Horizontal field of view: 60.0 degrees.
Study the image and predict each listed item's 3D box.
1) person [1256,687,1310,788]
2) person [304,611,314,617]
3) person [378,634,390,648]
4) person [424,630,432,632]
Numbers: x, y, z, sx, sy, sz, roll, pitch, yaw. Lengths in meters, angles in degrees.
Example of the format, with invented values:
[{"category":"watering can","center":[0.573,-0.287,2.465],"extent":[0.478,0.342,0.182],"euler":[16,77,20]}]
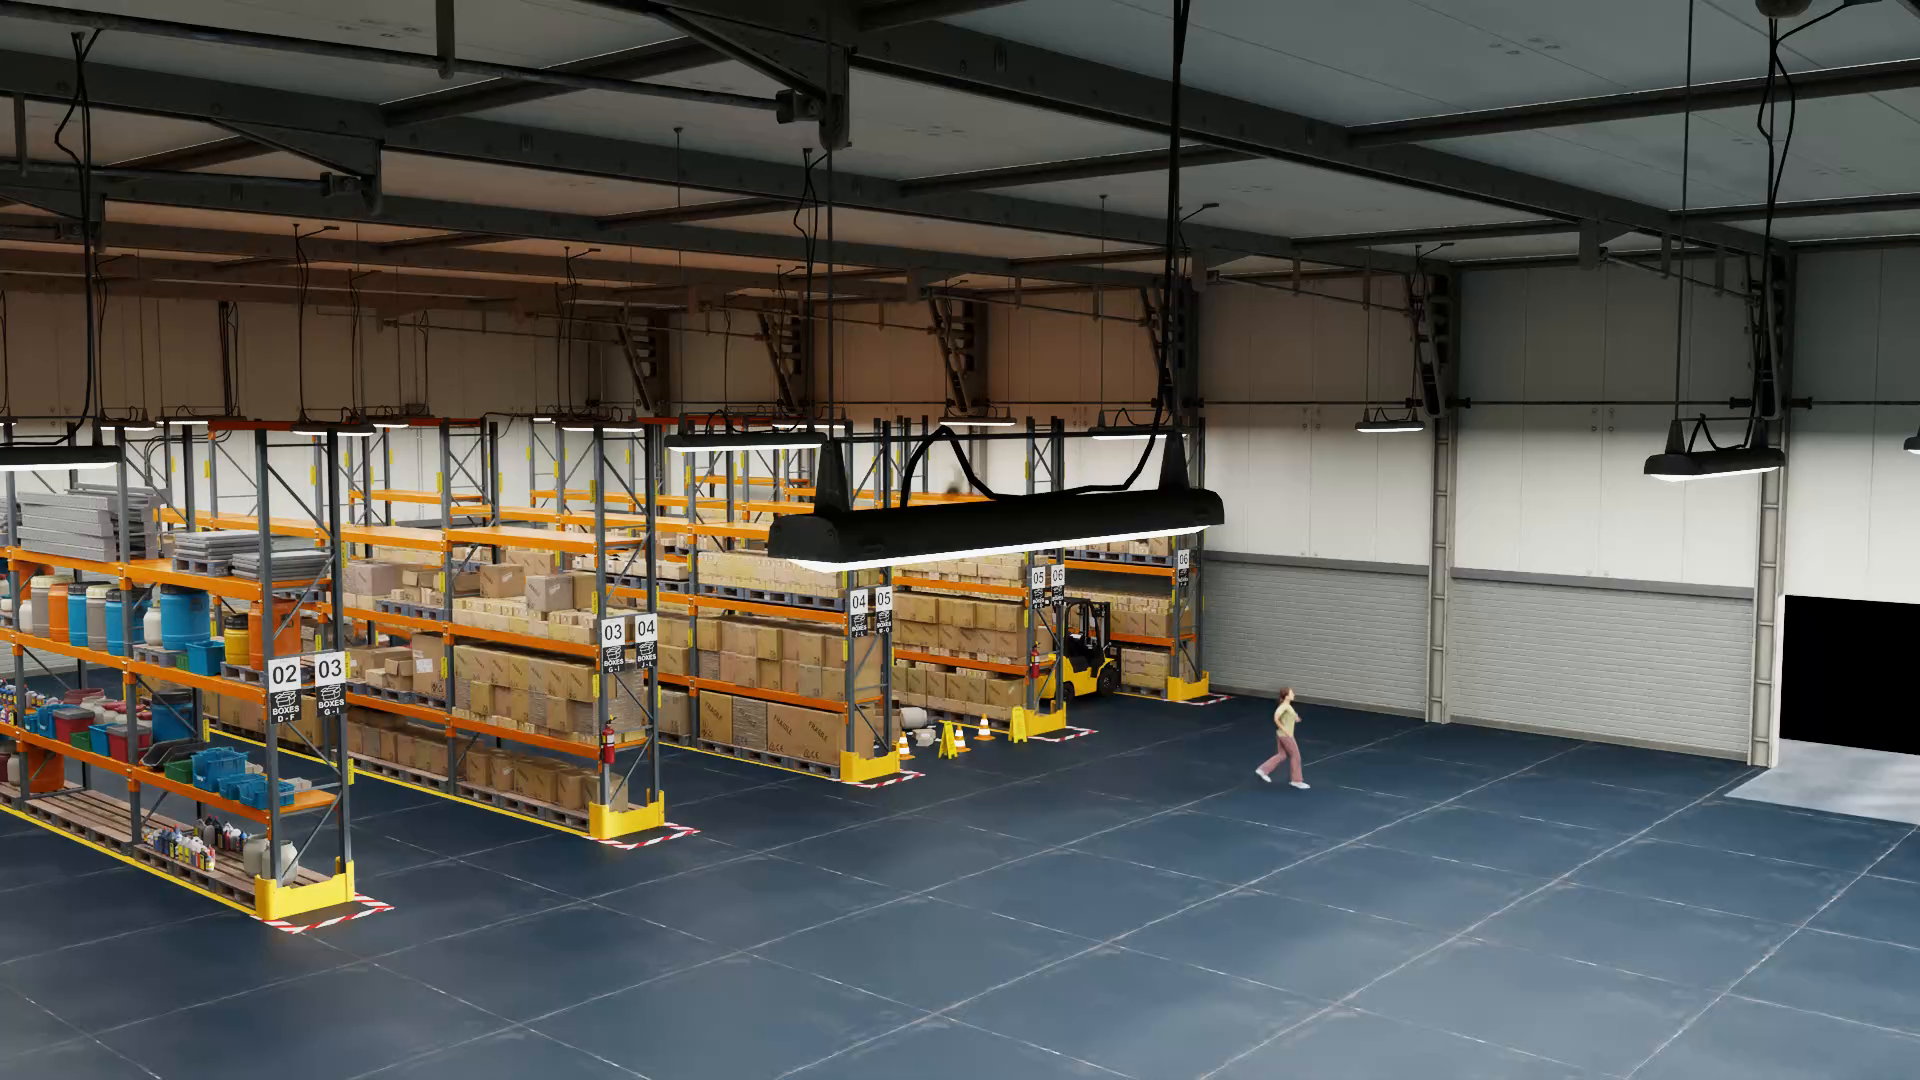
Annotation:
[{"category":"person","center":[5.298,3.237,27.288],"extent":[0.891,1.670,0.564],"euler":[0,5,1]},{"category":"person","center":[-14.713,2.398,37.350],"extent":[0.707,1.630,0.864],"euler":[-2,5,-24]},{"category":"person","center":[-11.198,2.747,32.386],"extent":[0.819,1.822,0.633],"euler":[3,6,35]},{"category":"person","center":[-10.722,2.668,33.788],"extent":[0.669,1.733,0.977],"euler":[-5,7,-44]}]
